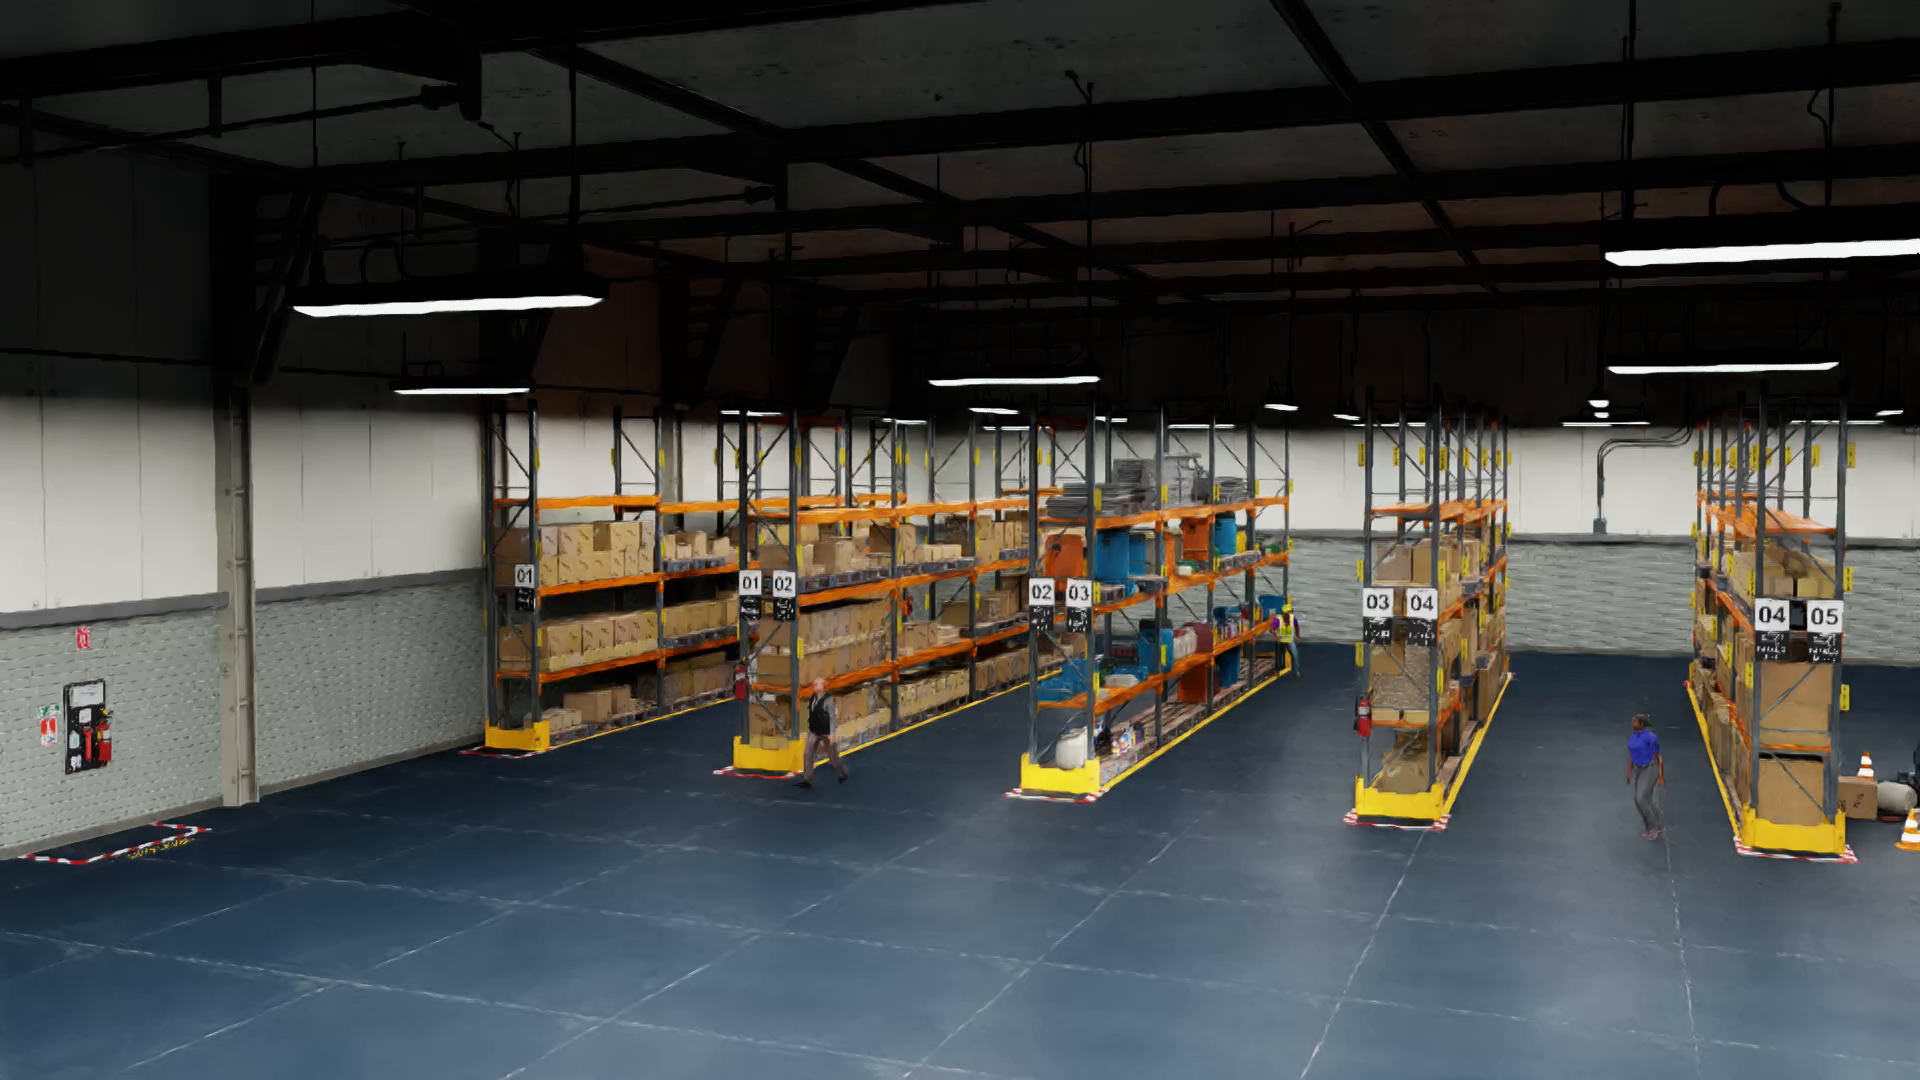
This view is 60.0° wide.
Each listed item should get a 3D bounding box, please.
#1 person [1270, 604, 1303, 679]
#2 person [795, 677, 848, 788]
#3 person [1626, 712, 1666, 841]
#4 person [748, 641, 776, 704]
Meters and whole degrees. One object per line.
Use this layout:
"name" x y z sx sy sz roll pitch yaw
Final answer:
"person" 7.379 2.284 37.715 0.712 1.697 0.833 0 3 3
"person" -2.064 2.916 25.273 0.558 1.683 0.925 2 4 37
"person" 9.029 3.088 21.872 0.472 1.641 0.571 -1 3 -10
"person" -3.558 2.661 29.989 0.729 1.734 0.546 1 3 21
